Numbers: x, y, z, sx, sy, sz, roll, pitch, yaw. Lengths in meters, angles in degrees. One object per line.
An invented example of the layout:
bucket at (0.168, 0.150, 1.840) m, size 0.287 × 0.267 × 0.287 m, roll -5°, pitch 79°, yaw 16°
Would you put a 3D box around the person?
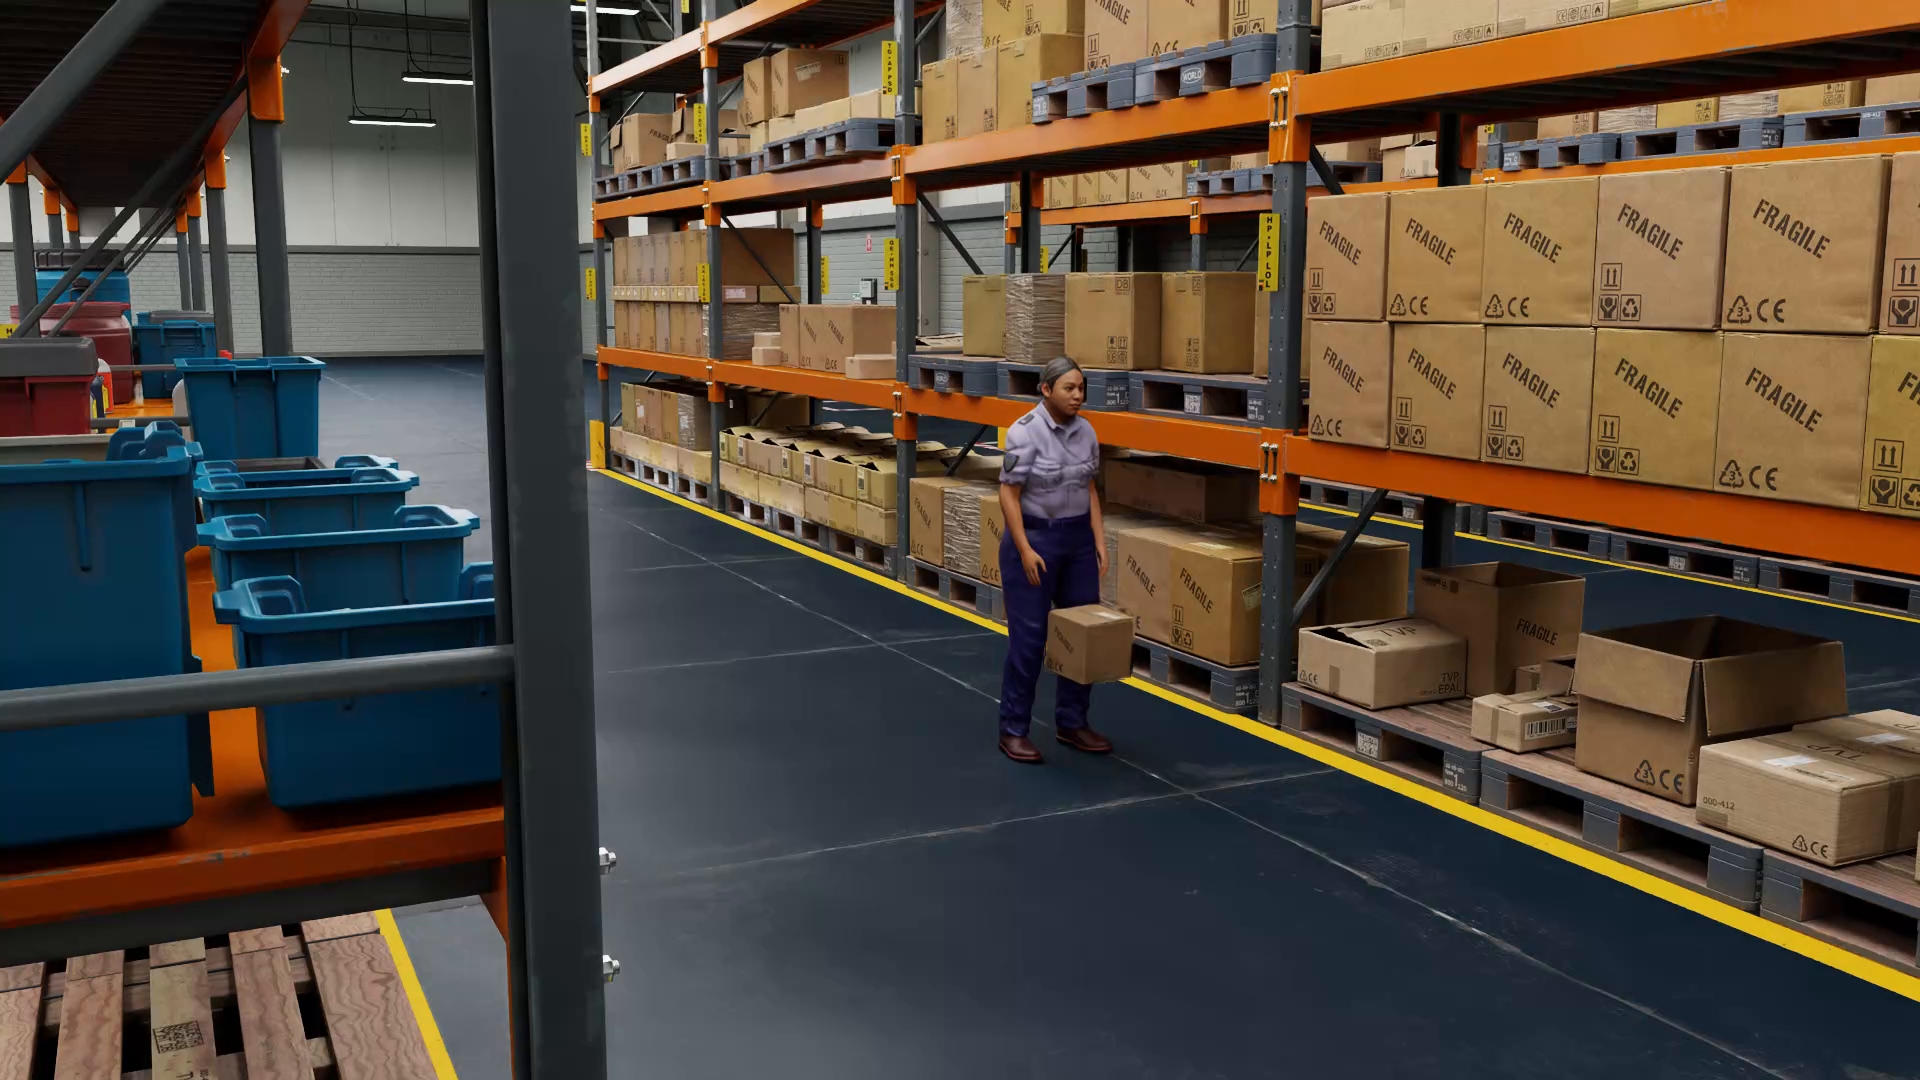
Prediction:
person at (0.396, 0.072, 6.936) m, size 0.526 × 1.641 × 0.421 m, roll -6°, pitch 11°, yaw -35°
